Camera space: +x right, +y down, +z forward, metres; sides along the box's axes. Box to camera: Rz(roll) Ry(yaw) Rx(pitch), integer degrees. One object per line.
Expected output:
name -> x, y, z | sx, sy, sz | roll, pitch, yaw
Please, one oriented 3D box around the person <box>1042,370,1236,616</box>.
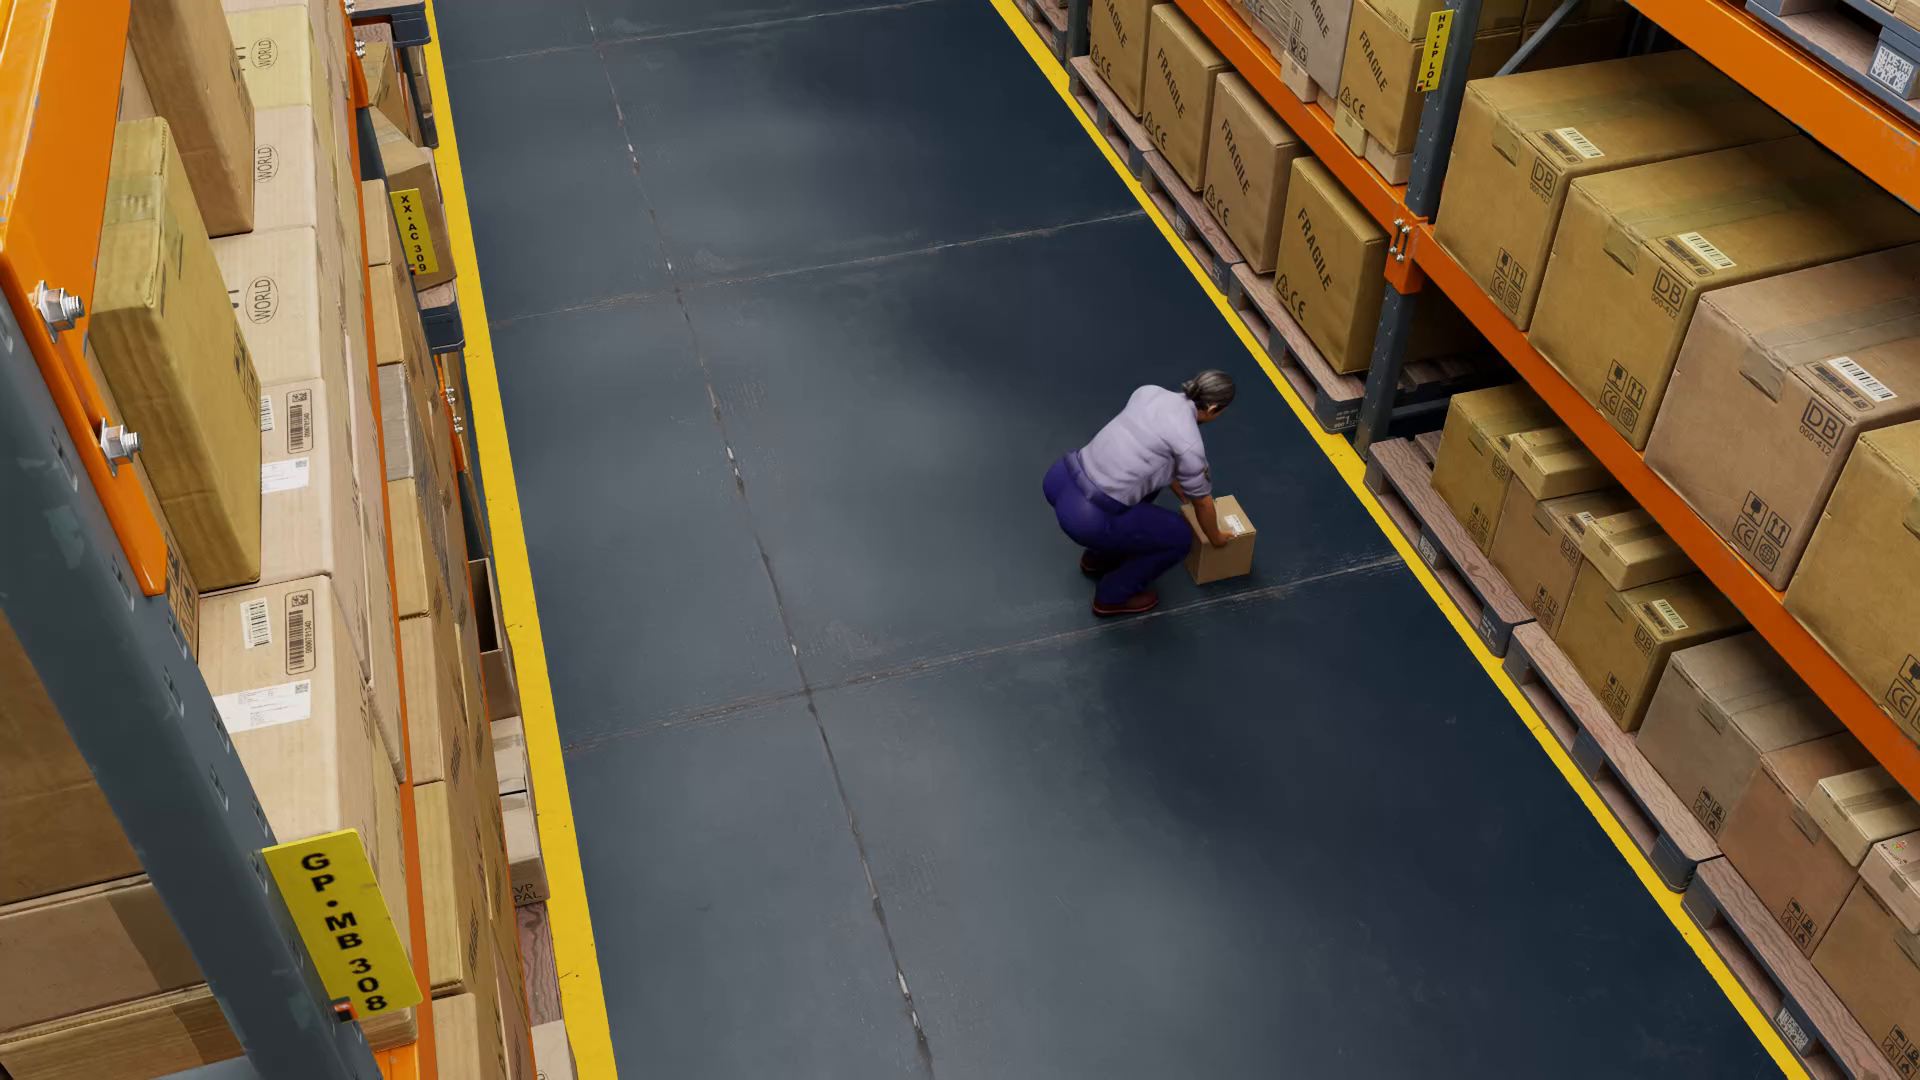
person -> 0.734, -0.211, 6.880 | 0.796, 1.010, 0.530 | -12, 44, -13
